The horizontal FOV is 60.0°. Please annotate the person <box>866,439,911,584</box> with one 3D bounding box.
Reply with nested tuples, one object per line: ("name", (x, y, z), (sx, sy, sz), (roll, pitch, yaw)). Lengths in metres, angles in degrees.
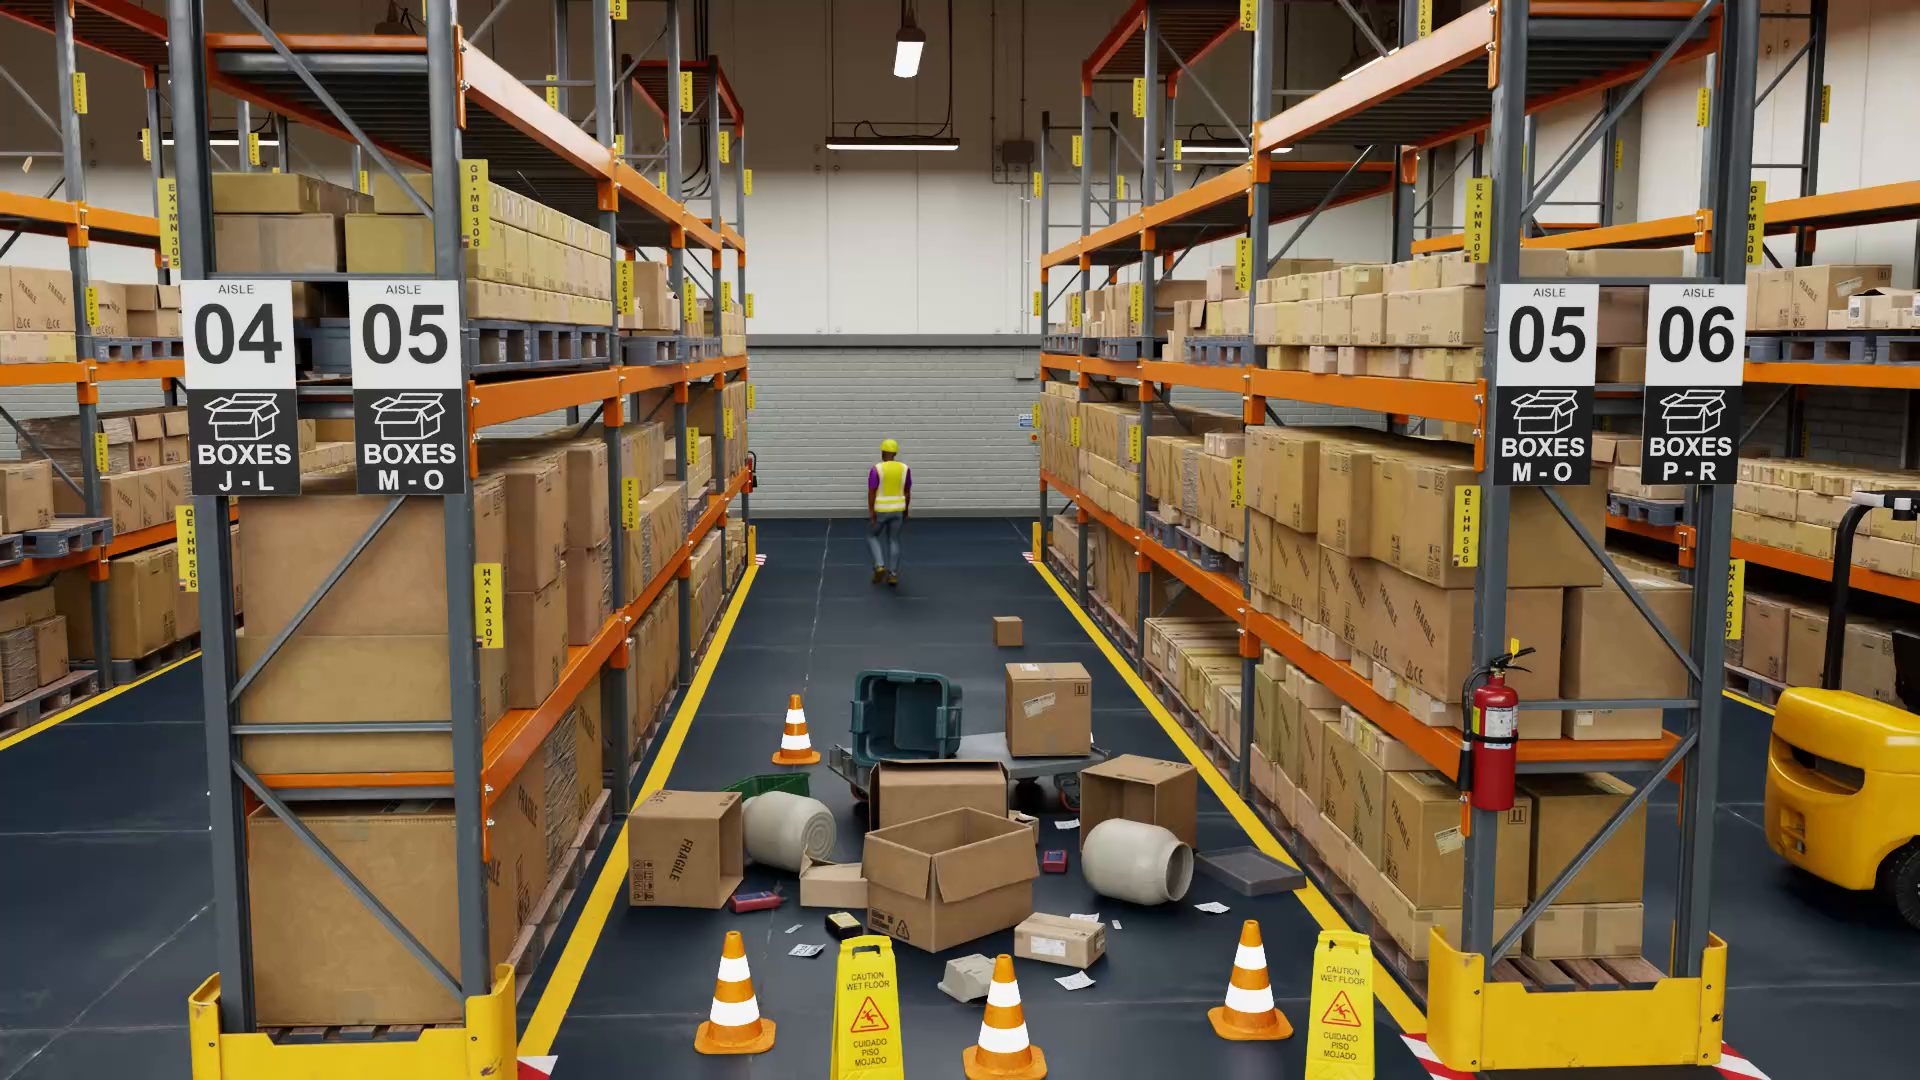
("person", (-0.893, -0.344, 20.448), (0.580, 1.794, 0.476), (-3, 7, -20))
